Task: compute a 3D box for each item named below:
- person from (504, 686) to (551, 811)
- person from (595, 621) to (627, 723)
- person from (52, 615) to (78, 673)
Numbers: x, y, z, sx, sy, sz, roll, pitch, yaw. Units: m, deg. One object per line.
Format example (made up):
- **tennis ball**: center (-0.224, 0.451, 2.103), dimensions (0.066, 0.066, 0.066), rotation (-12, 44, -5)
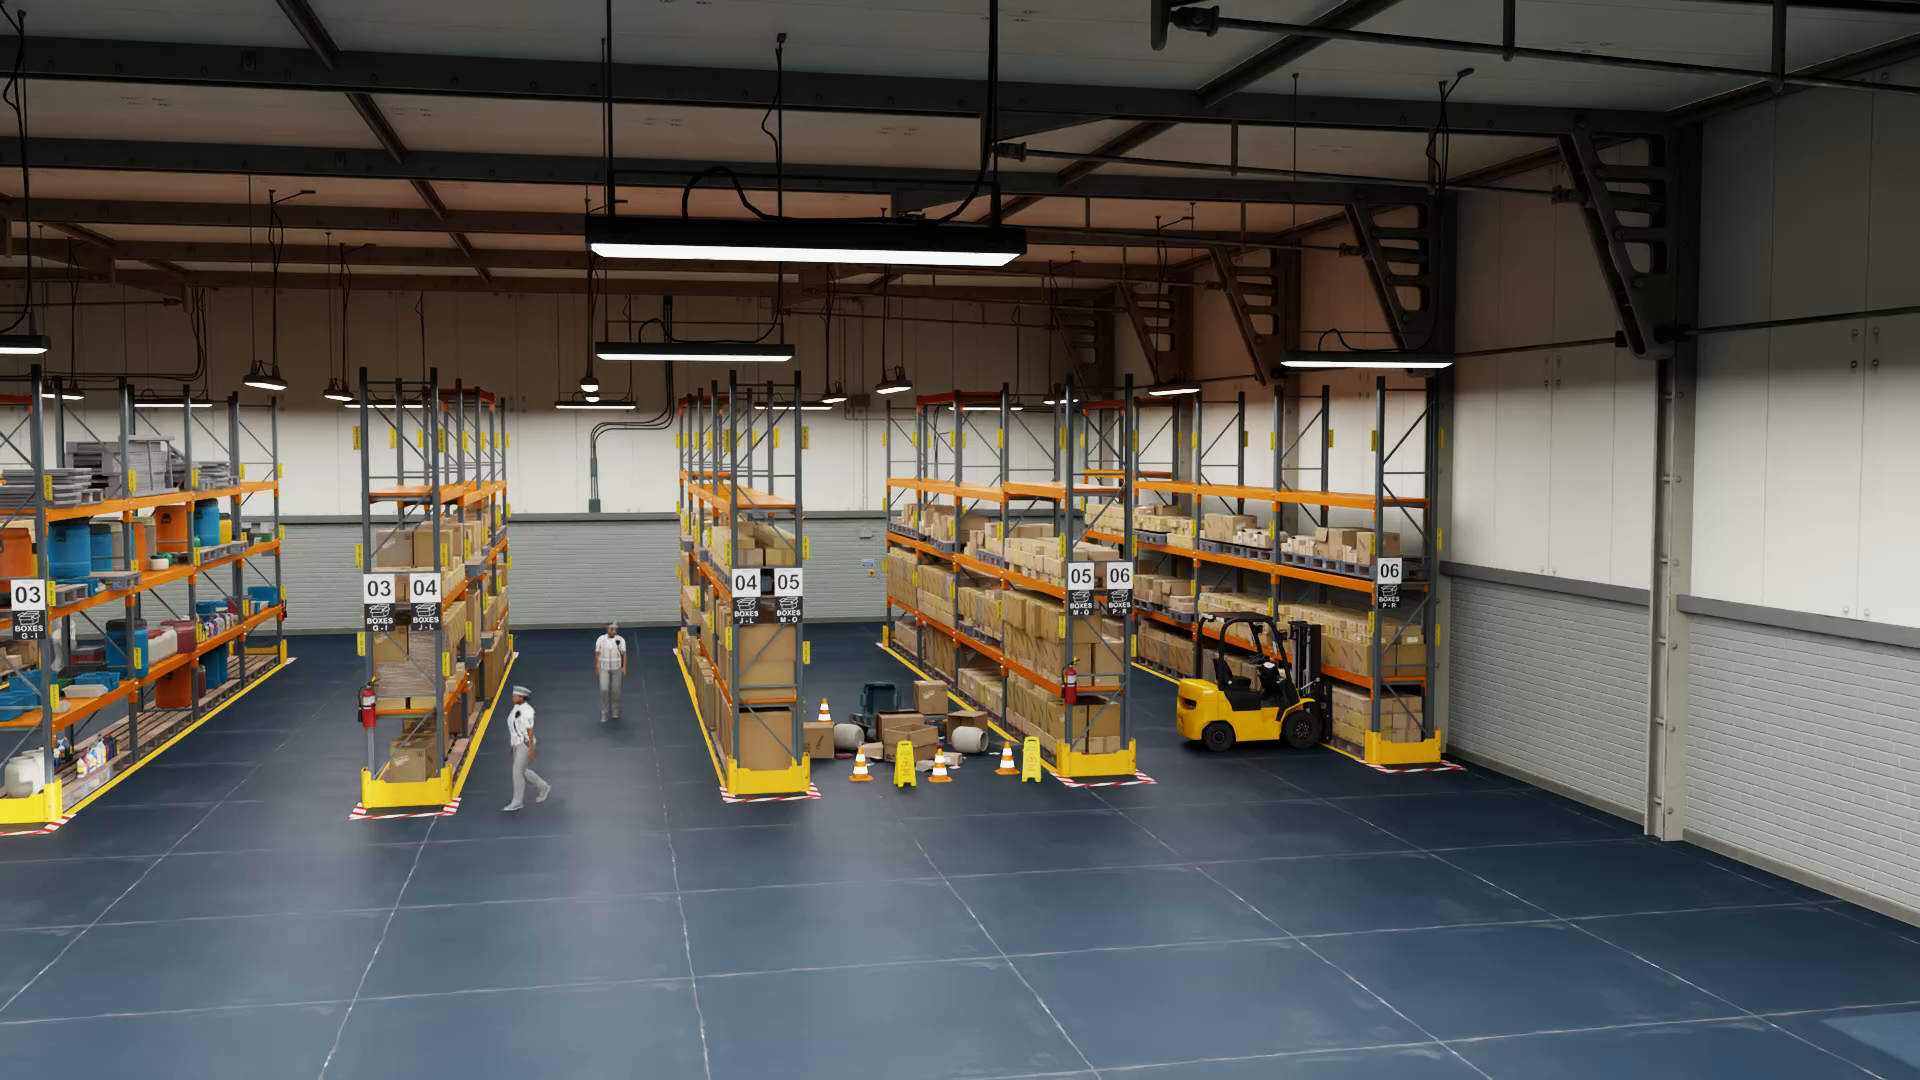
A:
- **person**: center (-5.937, 2.808, 22.744), dimensions (0.771, 1.668, 0.457), rotation (-3, 4, -37)
- **person**: center (-6.266, 2.381, 29.881), dimensions (0.561, 1.806, 0.621), rotation (-1, 4, -15)
- **person**: center (-18.625, 2.128, 34.573), dimensions (0.508, 1.679, 0.552), rotation (1, 4, 21)
